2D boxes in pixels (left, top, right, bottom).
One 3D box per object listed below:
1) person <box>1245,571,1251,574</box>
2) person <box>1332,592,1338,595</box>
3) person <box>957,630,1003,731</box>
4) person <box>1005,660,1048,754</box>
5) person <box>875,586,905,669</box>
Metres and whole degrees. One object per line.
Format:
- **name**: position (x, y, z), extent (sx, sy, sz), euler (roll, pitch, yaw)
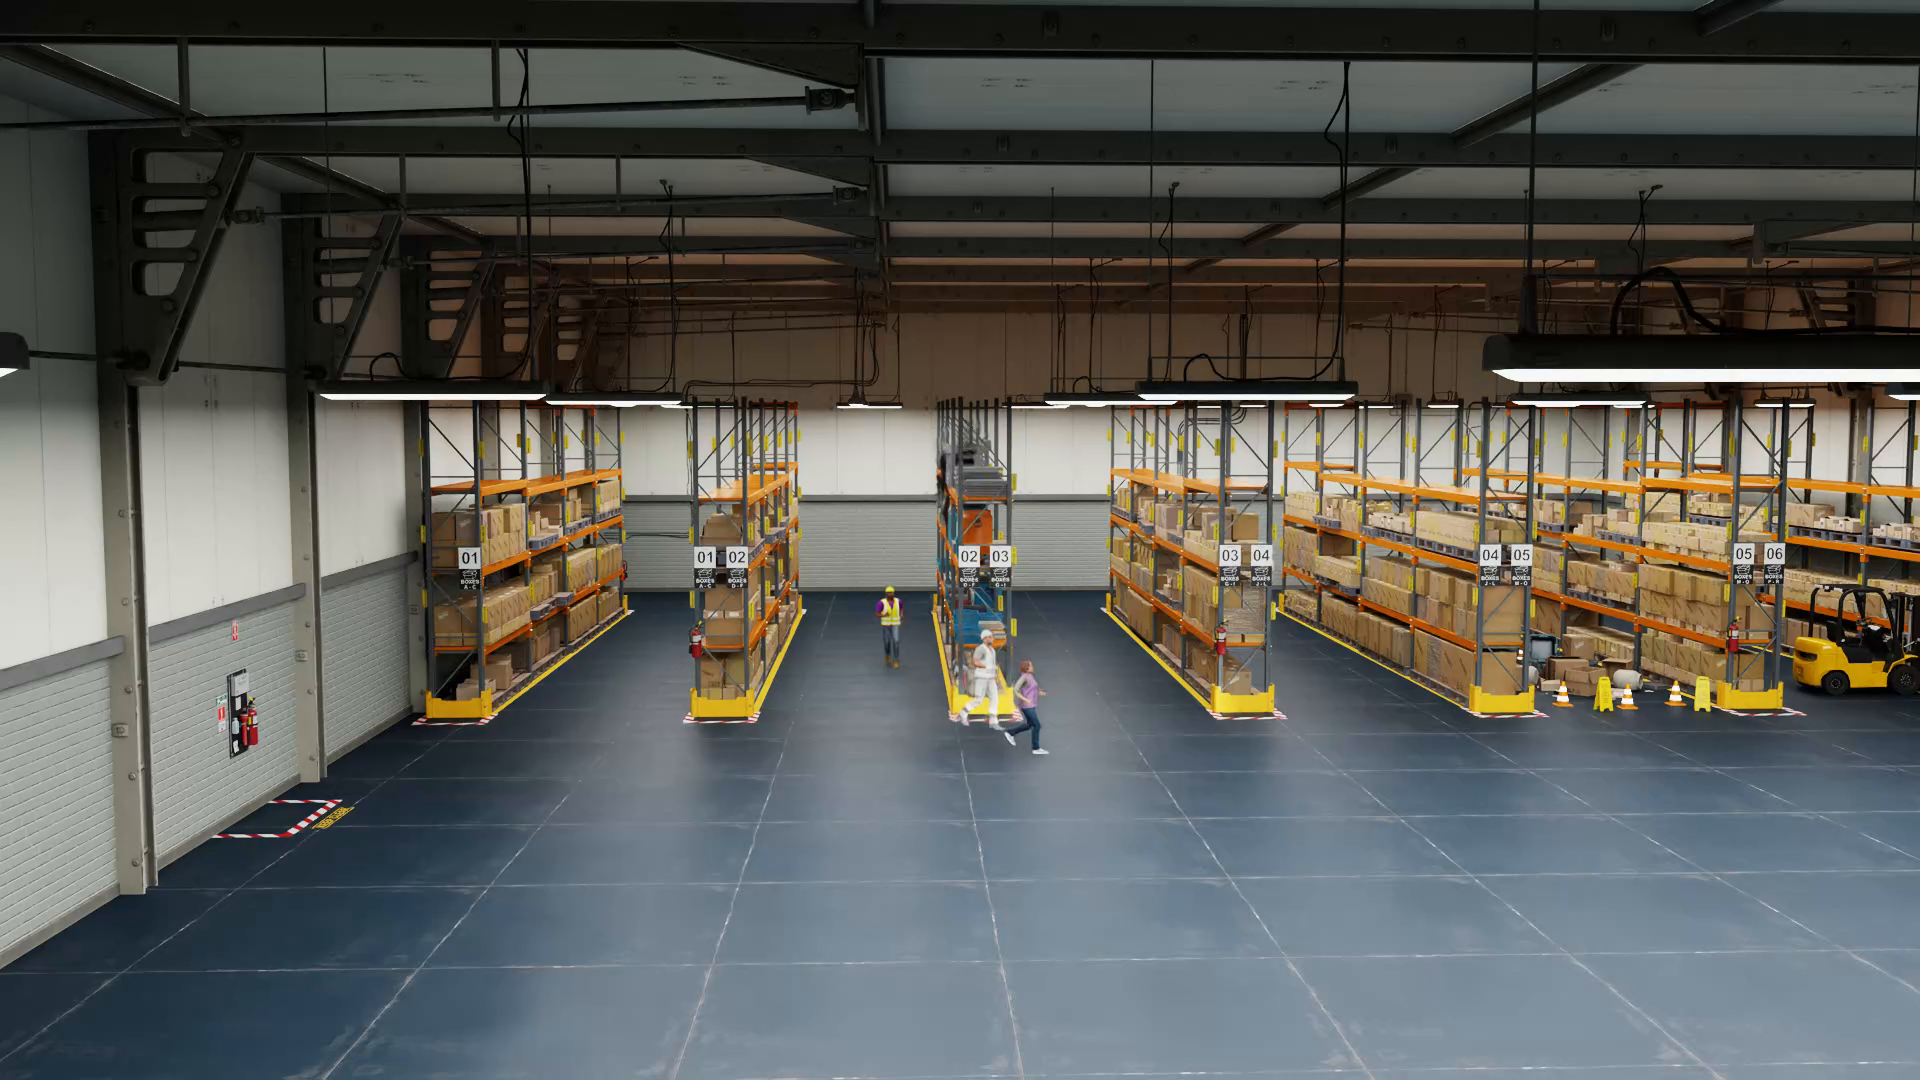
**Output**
- **person**: position (8.072, 1.180, 47.838), extent (0.751, 1.759, 0.646), euler (2, 5, 21)
- **person**: position (10.924, 1.167, 48.466), extent (0.607, 1.680, 0.783), euler (-3, 5, -35)
- **person**: position (0.436, 2.507, 29.968), extent (0.931, 1.784, 0.678), euler (3, 5, 32)
- **person**: position (1.101, 2.788, 27.816), extent (0.792, 1.566, 0.548), euler (2, 5, 19)
- **person**: position (-1.566, 1.944, 37.329), extent (0.677, 1.815, 0.866), euler (-1, 4, -7)
